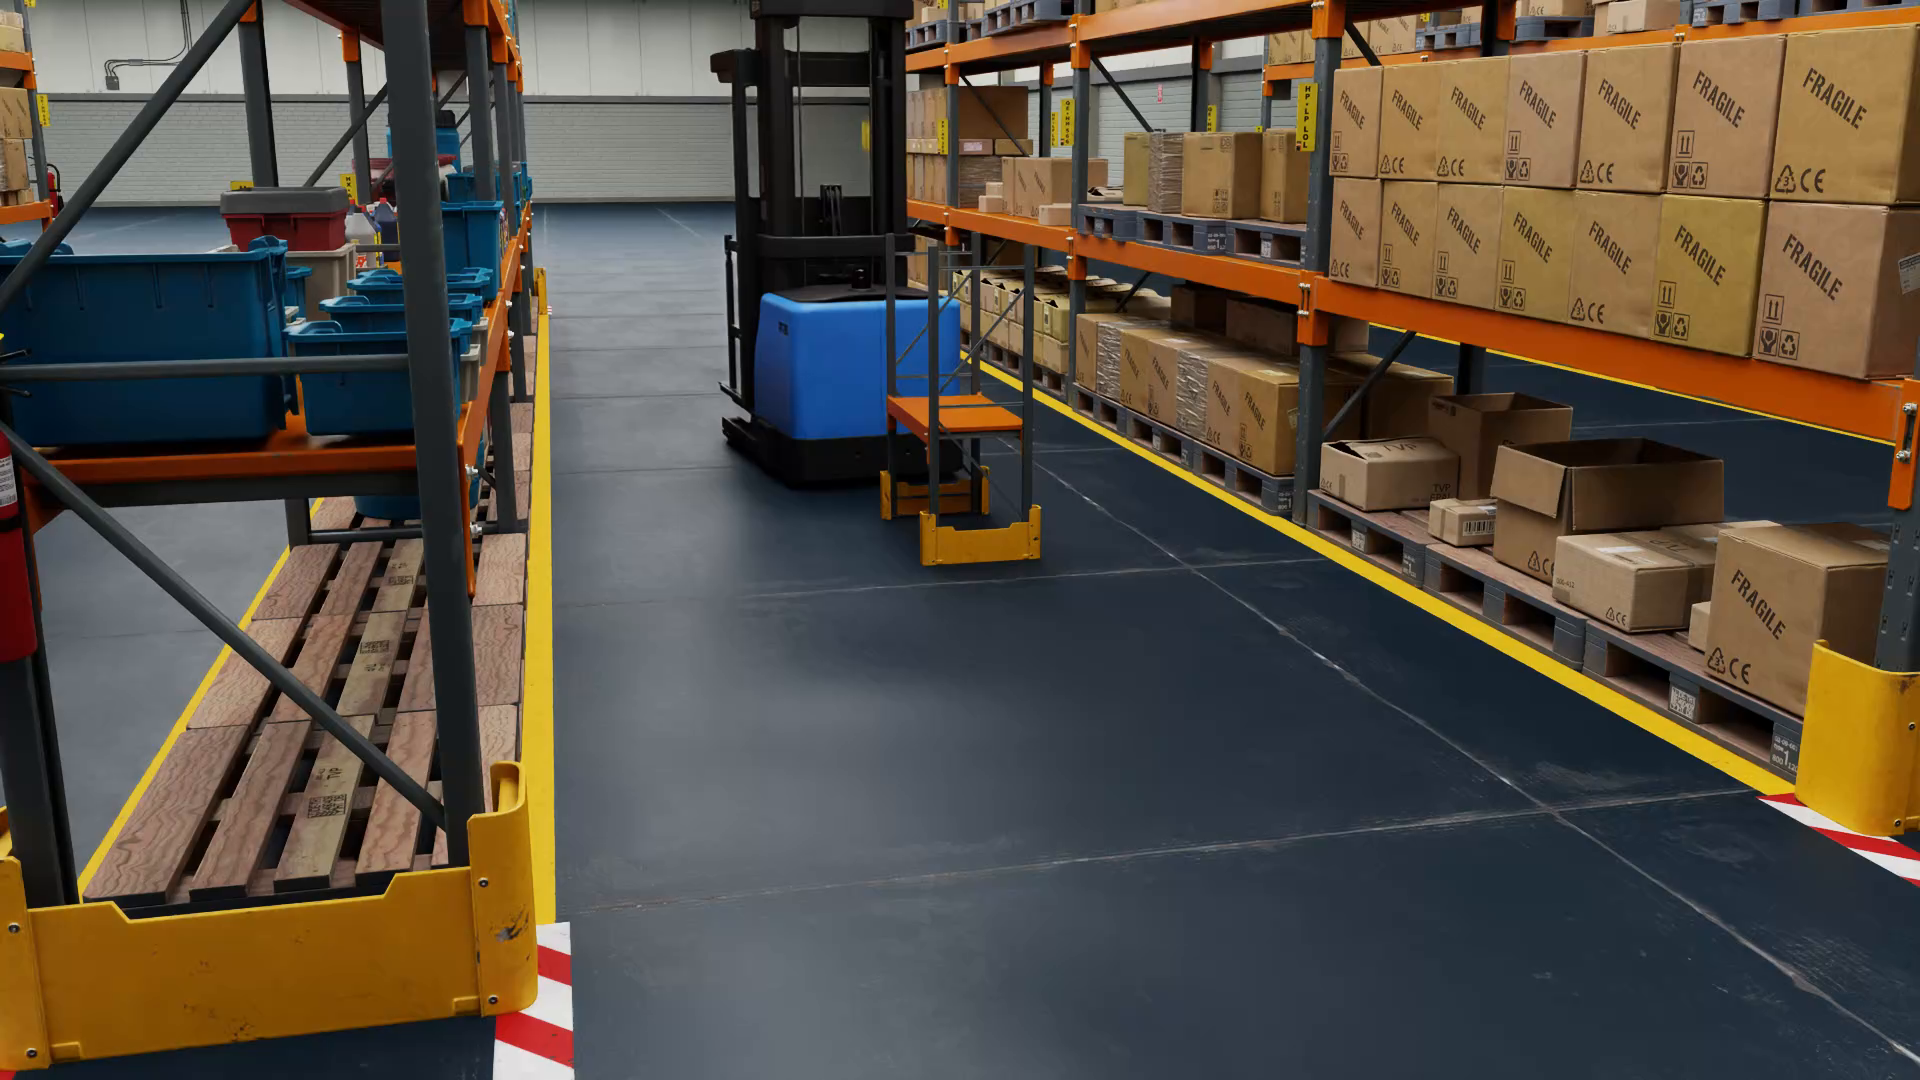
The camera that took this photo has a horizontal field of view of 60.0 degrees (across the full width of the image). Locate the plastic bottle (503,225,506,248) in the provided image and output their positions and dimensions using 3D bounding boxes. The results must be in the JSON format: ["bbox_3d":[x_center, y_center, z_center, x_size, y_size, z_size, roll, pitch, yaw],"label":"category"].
[{"bbox_3d":[-2.812,-1.850,10.099,0.097,0.201,0.097,0,14,0],"label":"plastic bottle"}]

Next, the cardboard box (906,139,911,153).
[{"bbox_3d":[-0.376,-4.294,18.107,0.380,0.149,0.250,-3,14,-14],"label":"cardboard box"}]

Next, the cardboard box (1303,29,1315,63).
[{"bbox_3d":[4.304,-5.786,19.217,0.500,0.500,0.500,-3,14,-11],"label":"cardboard box"}]

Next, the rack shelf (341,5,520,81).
[{"bbox_3d":[-3.970,-3.779,12.768,1.077,0.370,4.000,-3,14,-13],"label":"rack shelf"}]

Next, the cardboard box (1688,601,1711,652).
[{"bbox_3d":[2.820,0.313,5.867,0.380,0.166,0.250,-3,14,-13],"label":"cardboard box"}]

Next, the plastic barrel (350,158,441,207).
[{"bbox_3d":[-3.903,-2.366,11.503,0.600,0.536,0.708,-3,14,-13],"label":"plastic barrel"}]

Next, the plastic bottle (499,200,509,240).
[{"bbox_3d":[-2.990,-2.083,10.880,0.061,0.283,0.133,-3,14,-13],"label":"plastic bottle"}]

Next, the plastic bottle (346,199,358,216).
[{"bbox_3d":[-3.353,-1.711,9.213,0.144,0.351,0.185,-3,14,-13],"label":"plastic bottle"}]

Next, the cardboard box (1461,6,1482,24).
[{"bbox_3d":[5.241,-5.264,16.235,0.500,0.500,0.500,-1,14,-5],"label":"cardboard box"}]

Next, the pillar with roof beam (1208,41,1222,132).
[{"bbox_3d":[-0.337,-8.552,24.472,9.100,9.000,0.400,-3,14,-13],"label":"pillar with roof beam"}]

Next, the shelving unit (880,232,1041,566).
[{"bbox_3d":[-0.018,-0.746,8.321,0.587,1.500,1.083,-3,14,-13],"label":"shelving unit"}]

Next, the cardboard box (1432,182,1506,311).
[{"bbox_3d":[2.349,-1.244,6.989,0.500,0.500,0.500,-3,14,-13],"label":"cardboard box"}]

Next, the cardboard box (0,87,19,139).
[{"bbox_3d":[-9.701,-4.230,16.475,0.500,0.500,0.500,-3,14,-13],"label":"cardboard box"}]

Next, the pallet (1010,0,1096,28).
[{"bbox_3d":[1.069,-4.002,12.564,1.213,0.211,1.003,-3,14,-11],"label":"pallet"}]

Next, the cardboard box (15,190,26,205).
[{"bbox_3d":[-9.759,-3.490,16.922,0.380,0.149,0.250,-3,14,-13],"label":"cardboard box"}]

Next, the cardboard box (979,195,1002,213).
[{"bbox_3d":[0.386,-3.070,15.201,0.380,0.149,0.250,-3,14,-13],"label":"cardboard box"}]

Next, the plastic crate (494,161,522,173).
[{"bbox_3d":[-4.028,-3.069,14.532,0.402,0.464,0.583,-3,14,-13],"label":"plastic crate"}]

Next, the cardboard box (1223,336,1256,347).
[{"bbox_3d":[2.014,-1.041,10.709,0.500,0.500,0.500,-4,14,-15],"label":"cardboard box"}]

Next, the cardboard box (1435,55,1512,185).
[{"bbox_3d":[2.334,-1.734,6.888,0.500,0.500,0.500,-4,14,-15],"label":"cardboard box"}]

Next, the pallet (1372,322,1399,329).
[{"bbox_3d":[4.998,-2.483,18.145,1.003,0.211,1.213,-3,14,-13],"label":"pallet"}]

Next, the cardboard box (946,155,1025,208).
[{"bbox_3d":[0.266,-3.558,16.460,0.700,0.500,0.500,-4,14,-15],"label":"cardboard box"}]

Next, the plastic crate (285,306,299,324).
[{"bbox_3d":[-2.219,-0.641,5.159,0.298,0.136,0.250,-3,14,-13],"label":"plastic crate"}]

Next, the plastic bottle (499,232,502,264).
[{"bbox_3d":[-2.571,-1.622,9.005,0.152,0.276,0.135,-3,14,-13],"label":"plastic bottle"}]

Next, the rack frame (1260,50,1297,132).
[{"bbox_3d":[4.251,-4.607,20.965,1.000,3.000,0.127,-3,14,-13],"label":"rack frame"}]

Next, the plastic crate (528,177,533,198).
[{"bbox_3d":[-4.970,-3.884,18.318,0.499,0.251,0.616,-3,14,-13],"label":"plastic crate"}]

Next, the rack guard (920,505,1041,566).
[{"bbox_3d":[0.099,-0.024,7.999,0.587,0.250,0.087,-3,14,-13],"label":"rack guard"}]

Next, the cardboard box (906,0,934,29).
[{"bbox_3d":[-0.439,-5.710,17.766,0.500,0.500,0.500,-3,14,-13],"label":"cardboard box"}]

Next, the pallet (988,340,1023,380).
[{"bbox_3d":[0.877,-1.603,14.544,1.003,0.211,1.213,-3,14,-13],"label":"pallet"}]

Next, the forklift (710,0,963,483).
[{"bbox_3d":[-0.950,-2.063,10.697,1.130,2.935,3.031,-5,15,-19],"label":"forklift"}]

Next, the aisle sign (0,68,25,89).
[{"bbox_3d":[-9.916,-5.073,17.393,0.394,0.787,0.004,-3,14,-13],"label":"aisle sign"}]

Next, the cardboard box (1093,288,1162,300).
[{"bbox_3d":[1.347,-1.883,13.543,0.500,0.311,0.500,-4,14,-15],"label":"cardboard box"}]

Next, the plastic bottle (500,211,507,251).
[{"bbox_3d":[-2.835,-1.907,10.182,0.097,0.271,0.097,0,14,0],"label":"plastic bottle"}]

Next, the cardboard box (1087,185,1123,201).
[{"bbox_3d":[1.294,-2.659,13.176,0.500,0.311,0.500,-3,14,-14],"label":"cardboard box"}]

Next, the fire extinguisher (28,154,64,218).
[{"bbox_3d":[-9.772,-3.793,17.797,0.296,0.674,0.183,-3,14,-13],"label":"fire extinguisher"}]

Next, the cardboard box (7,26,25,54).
[{"bbox_3d":[-9.833,-5.066,16.839,0.500,0.250,0.500,-3,14,-12],"label":"cardboard box"}]

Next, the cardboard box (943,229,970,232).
[{"bbox_3d":[0.101,-3.226,18.639,0.500,0.500,0.500,-3,14,-13],"label":"cardboard box"}]

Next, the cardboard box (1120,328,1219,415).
[{"bbox_3d":[1.386,-1.127,11.059,0.500,0.500,0.500,-3,14,-14],"label":"cardboard box"}]

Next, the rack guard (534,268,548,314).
[{"bbox_3d":[-5.315,-2.826,18.940,1.175,0.500,0.348,-3,14,-13],"label":"rack guard"}]

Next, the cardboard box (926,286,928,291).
[{"bbox_3d":[-0.053,-2.486,17.193,0.500,0.250,0.500,-3,14,-13],"label":"cardboard box"}]

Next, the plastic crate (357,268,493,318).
[{"bbox_3d":[-1.739,-0.760,5.444,0.416,0.233,0.300,-3,14,-13],"label":"plastic crate"}]

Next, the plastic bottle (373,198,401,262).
[{"bbox_3d":[-3.237,-1.750,9.374,0.144,0.351,0.185,-3,14,-13],"label":"plastic bottle"}]

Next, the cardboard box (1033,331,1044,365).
[{"bbox_3d":[0.831,-1.579,13.481,0.500,0.250,0.500,-3,14,-14],"label":"cardboard box"}]

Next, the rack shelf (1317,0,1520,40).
[{"bbox_3d":[2.725,-2.208,6.341,1.077,0.370,4.000,-3,14,-13],"label":"rack shelf"}]

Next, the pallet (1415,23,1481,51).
[{"bbox_3d":[5.232,-4.902,16.247,1.213,0.211,1.003,-3,14,-13],"label":"pallet"}]

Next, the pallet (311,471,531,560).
[{"bbox_3d":[-2.701,-0.112,8.442,1.003,0.211,1.213,-3,14,-13],"label":"pallet"}]

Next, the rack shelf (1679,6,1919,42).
[{"bbox_3d":[6.600,-3.408,11.252,1.077,0.370,4.000,-3,14,-13],"label":"rack shelf"}]

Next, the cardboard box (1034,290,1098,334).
[{"bbox_3d":[0.825,-1.852,13.415,0.500,0.311,0.500,-4,14,-14],"label":"cardboard box"}]

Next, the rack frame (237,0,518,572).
[{"bbox_3d":[-2.561,-1.287,7.373,1.000,3.000,0.127,-3,14,-13],"label":"rack frame"}]

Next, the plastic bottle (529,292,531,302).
[{"bbox_3d":[-4.370,-2.410,16.626,0.144,0.351,0.185,-3,14,-14],"label":"plastic bottle"}]

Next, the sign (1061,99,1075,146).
[{"bbox_3d":[0.777,-3.015,12.010,0.100,0.325,0.005,-3,14,-13],"label":"sign"}]

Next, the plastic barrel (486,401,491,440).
[{"bbox_3d":[-3.103,-0.870,9.862,0.600,0.588,0.708,-3,14,-13],"label":"plastic barrel"}]

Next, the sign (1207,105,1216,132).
[{"bbox_3d":[1.841,-3.041,12.282,0.100,0.325,0.005,-3,14,-13],"label":"sign"}]
